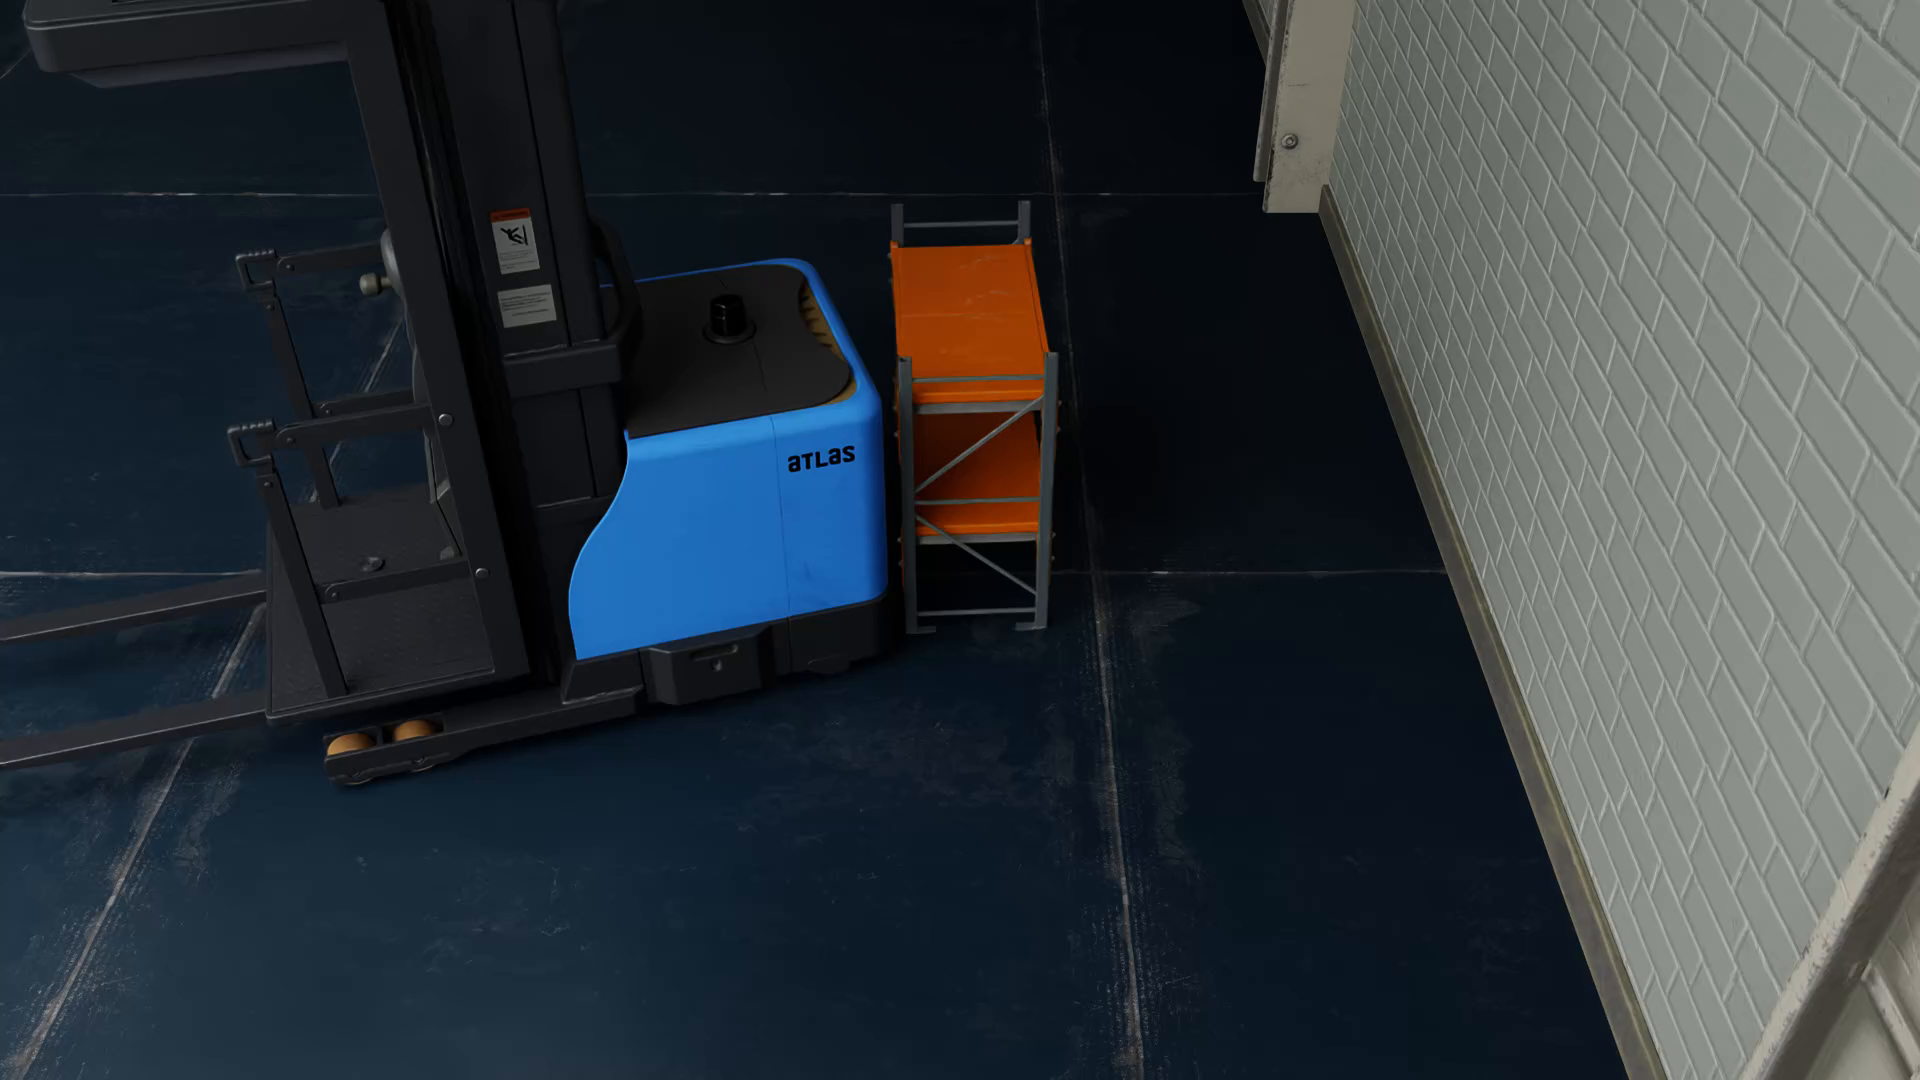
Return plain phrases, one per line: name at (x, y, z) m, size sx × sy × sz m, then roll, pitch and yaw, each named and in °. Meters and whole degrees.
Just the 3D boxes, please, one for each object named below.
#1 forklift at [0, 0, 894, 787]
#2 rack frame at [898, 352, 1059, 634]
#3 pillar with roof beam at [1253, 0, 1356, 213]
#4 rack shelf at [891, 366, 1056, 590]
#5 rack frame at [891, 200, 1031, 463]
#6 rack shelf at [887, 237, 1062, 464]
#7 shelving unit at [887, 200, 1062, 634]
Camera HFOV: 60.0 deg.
forklift at (-1.801, -0.738, 4.827) m, size 3.031 × 2.935 × 1.130 m, roll -11°, pitch 40°, yaw -14°
rack frame at (0.057, -0.128, 5.510) m, size 0.500 × 1.125 × 0.032 m, roll -2°, pitch 39°, yaw -2°
pillar with roof beam at (-2.637, -5.265, 5.624) m, size 9.100 × 9.000 × 0.400 m, roll 0°, pitch 39°, yaw 0°
rack shelf at (0.030, -0.254, 6.059) m, size 0.538 × 0.278 × 1.000 m, roll -2°, pitch 39°, yaw -2°
rack frame at (0.003, -0.763, 6.302) m, size 0.500 × 1.125 × 0.032 m, roll -2°, pitch 39°, yaw -2°
rack shelf at (0.030, -0.674, 5.723) m, size 0.538 × 0.278 × 1.000 m, roll -2°, pitch 39°, yaw -2°
shelving unit at (0.030, -0.445, 5.906) m, size 0.538 × 1.125 × 1.048 m, roll -2°, pitch 39°, yaw -2°
